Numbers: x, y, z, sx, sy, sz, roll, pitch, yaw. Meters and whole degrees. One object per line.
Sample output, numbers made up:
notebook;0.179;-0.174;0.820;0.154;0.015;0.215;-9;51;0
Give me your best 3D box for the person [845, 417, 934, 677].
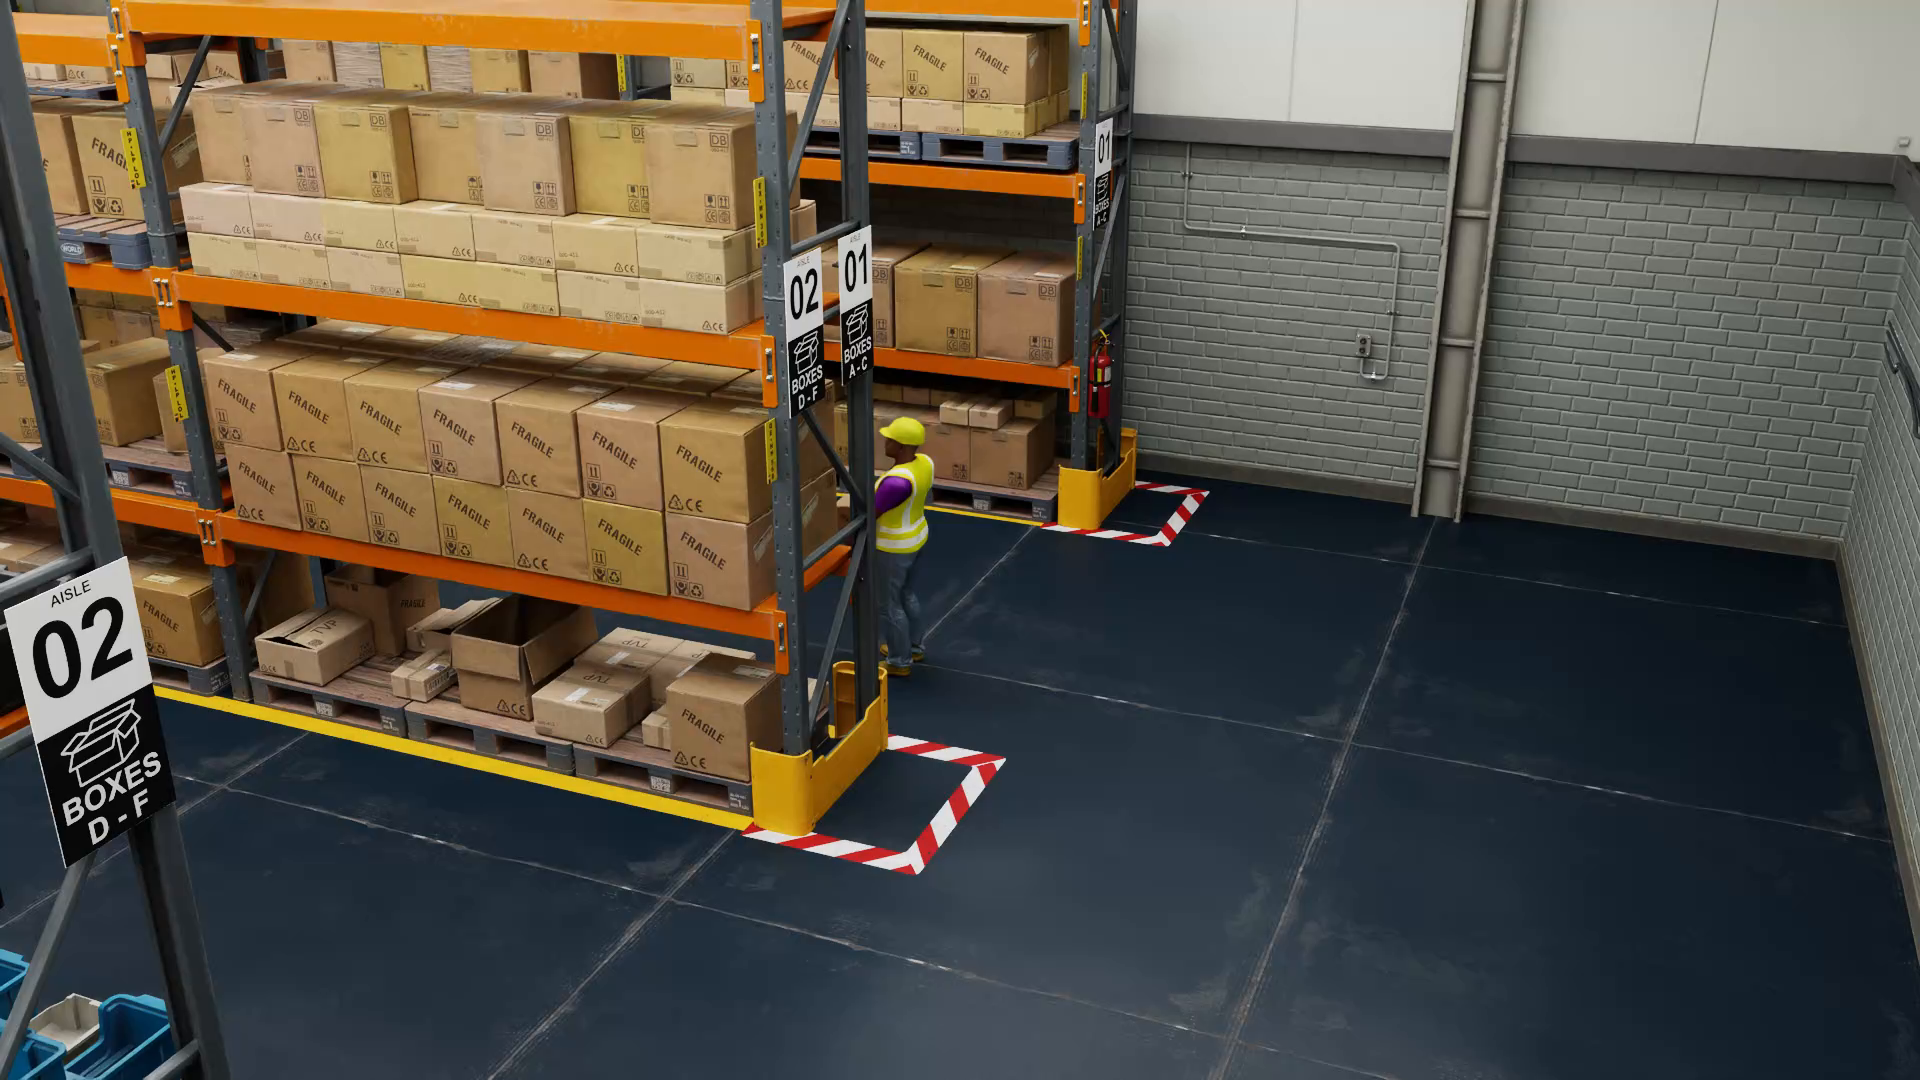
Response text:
person;-0.487;0.024;10.848;0.577;1.760;0.503;7;23;17
